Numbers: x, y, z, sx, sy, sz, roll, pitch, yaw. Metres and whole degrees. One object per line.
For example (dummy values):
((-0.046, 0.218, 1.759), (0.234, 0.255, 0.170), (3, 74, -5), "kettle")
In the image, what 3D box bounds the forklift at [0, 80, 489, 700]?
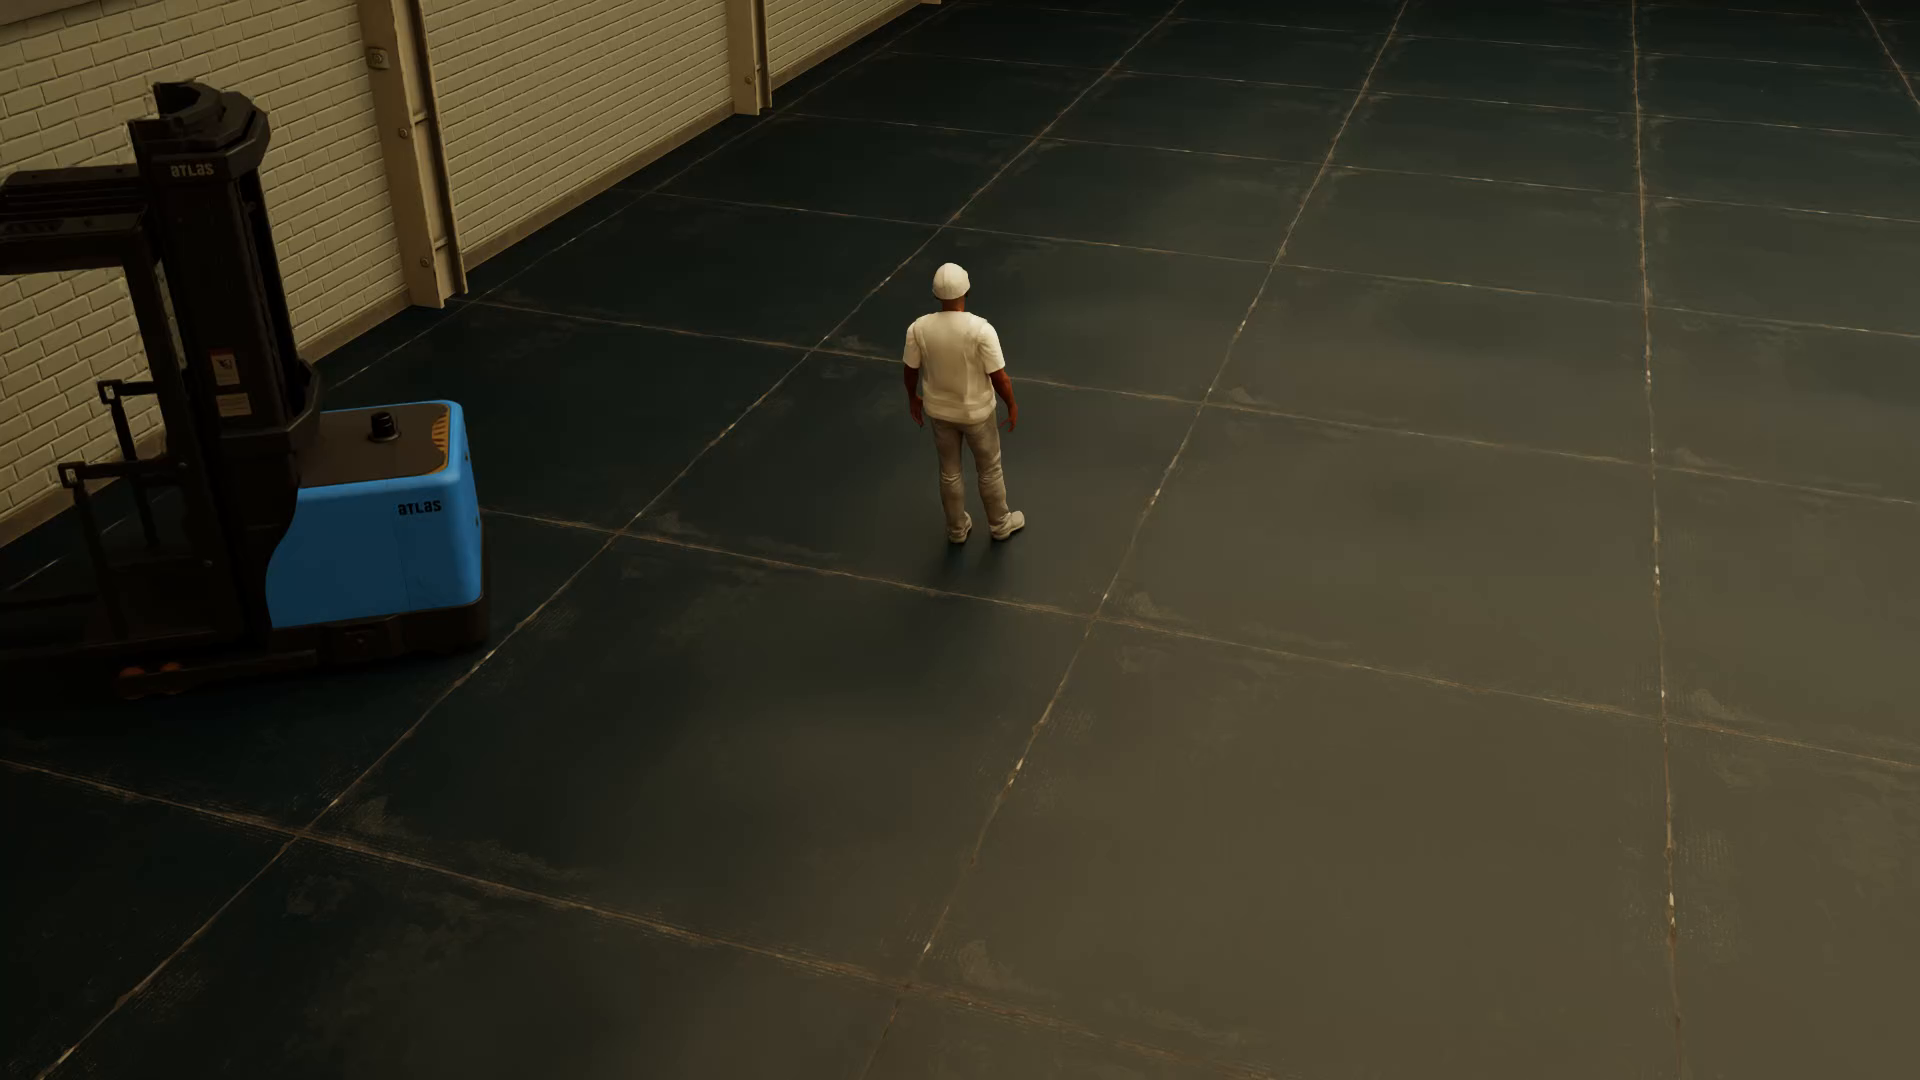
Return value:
((-4.141, -0.731, 8.420), (3.031, 2.935, 1.130), (-7, 30, -12), "forklift")

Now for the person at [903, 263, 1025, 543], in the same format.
((0.028, -0.806, 9.711), (0.665, 1.768, 0.575), (10, 31, 16), "person")
